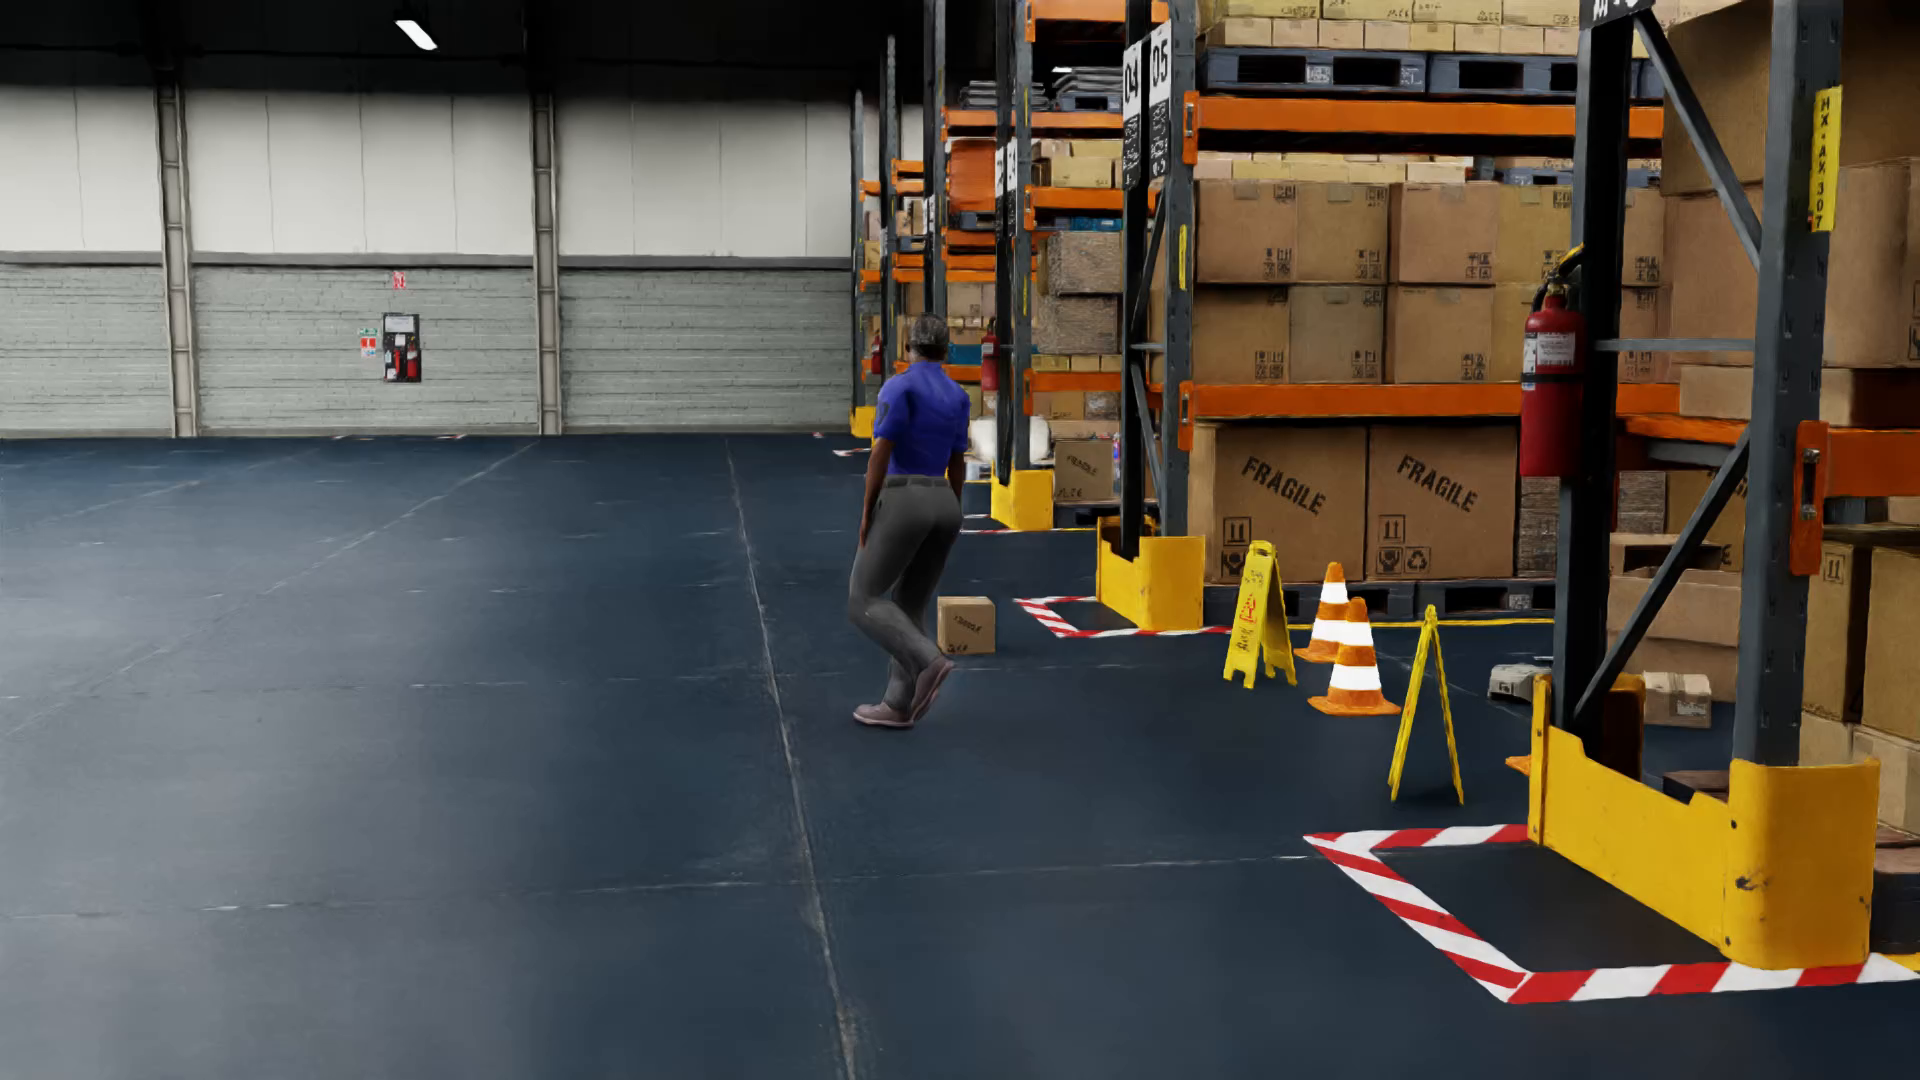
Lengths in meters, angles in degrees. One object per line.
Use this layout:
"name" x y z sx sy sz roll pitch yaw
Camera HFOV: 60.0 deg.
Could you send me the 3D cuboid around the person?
"person" -0.139 -0.068 6.524 0.581 1.627 0.515 6 9 44
